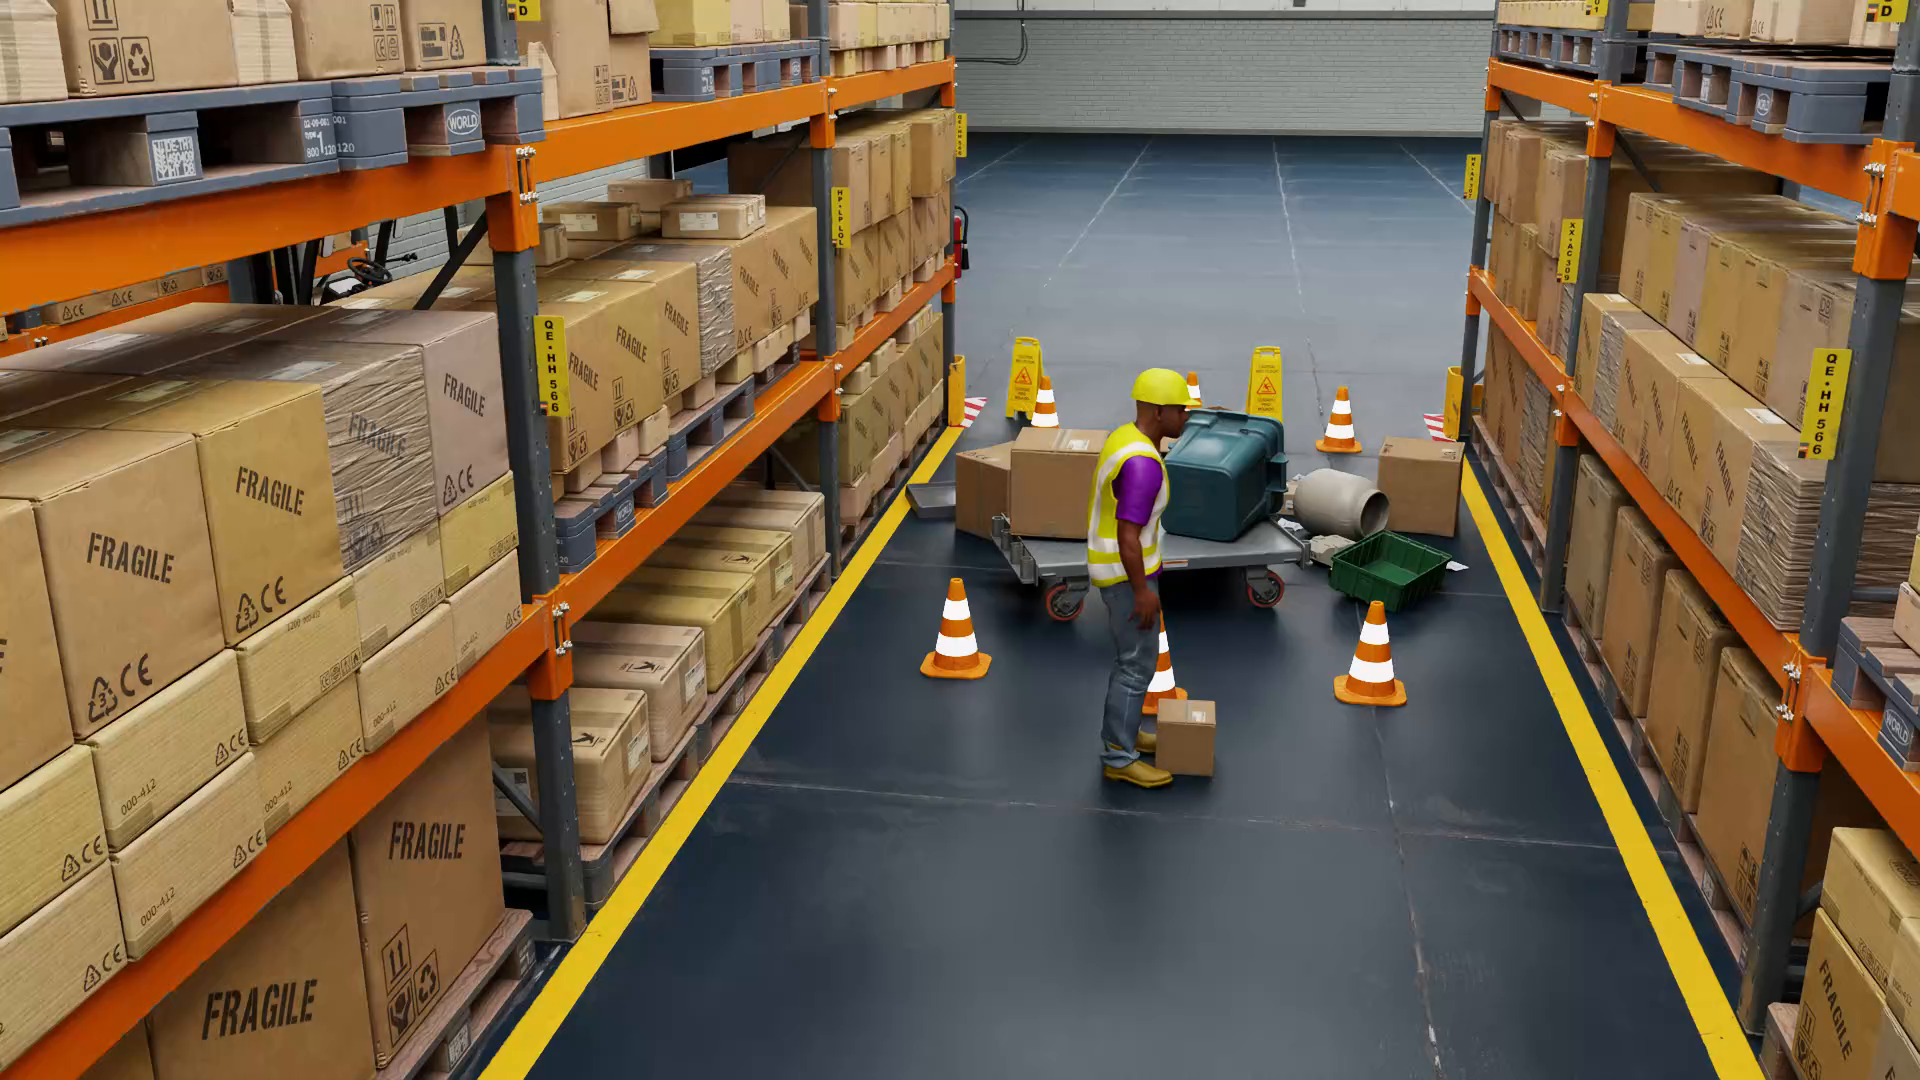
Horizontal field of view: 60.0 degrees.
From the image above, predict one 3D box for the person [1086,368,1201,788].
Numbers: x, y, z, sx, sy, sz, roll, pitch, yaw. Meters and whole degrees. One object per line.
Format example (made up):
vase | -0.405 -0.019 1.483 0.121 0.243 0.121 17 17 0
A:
person | 0.765 0.137 7.098 0.462 1.759 0.632 2 18 5
